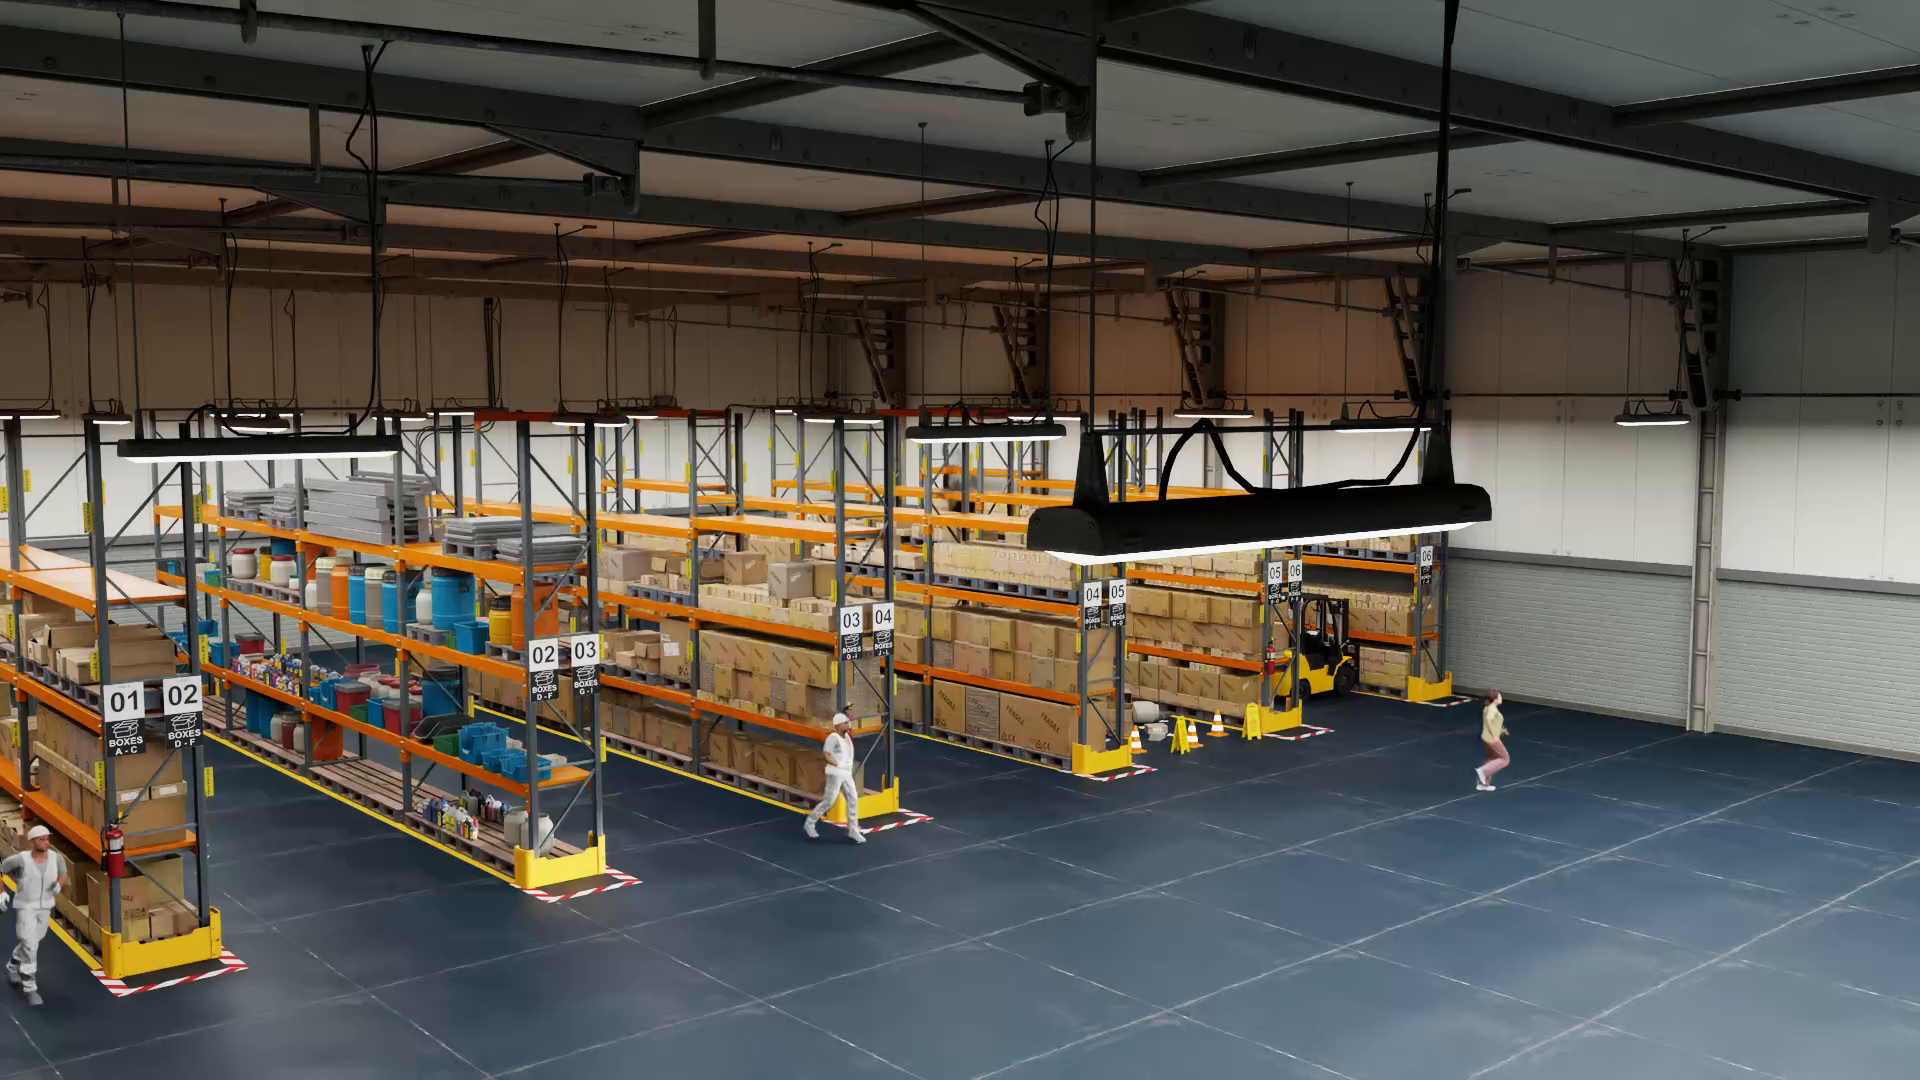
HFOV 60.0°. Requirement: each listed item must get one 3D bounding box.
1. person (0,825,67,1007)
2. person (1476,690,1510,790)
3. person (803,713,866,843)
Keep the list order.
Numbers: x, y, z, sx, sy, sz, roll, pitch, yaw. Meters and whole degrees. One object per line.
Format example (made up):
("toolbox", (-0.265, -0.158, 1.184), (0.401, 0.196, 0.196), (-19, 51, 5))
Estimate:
("person", (-9.783, 3.909, 17.575), (0.922, 1.804, 0.689), (3, 6, 33))
("person", (8.512, 3.194, 26.533), (0.577, 1.620, 0.567), (0, 5, -1))
("person", (-1.691, 3.362, 23.670), (0.944, 1.780, 0.742), (2, 6, 25))
